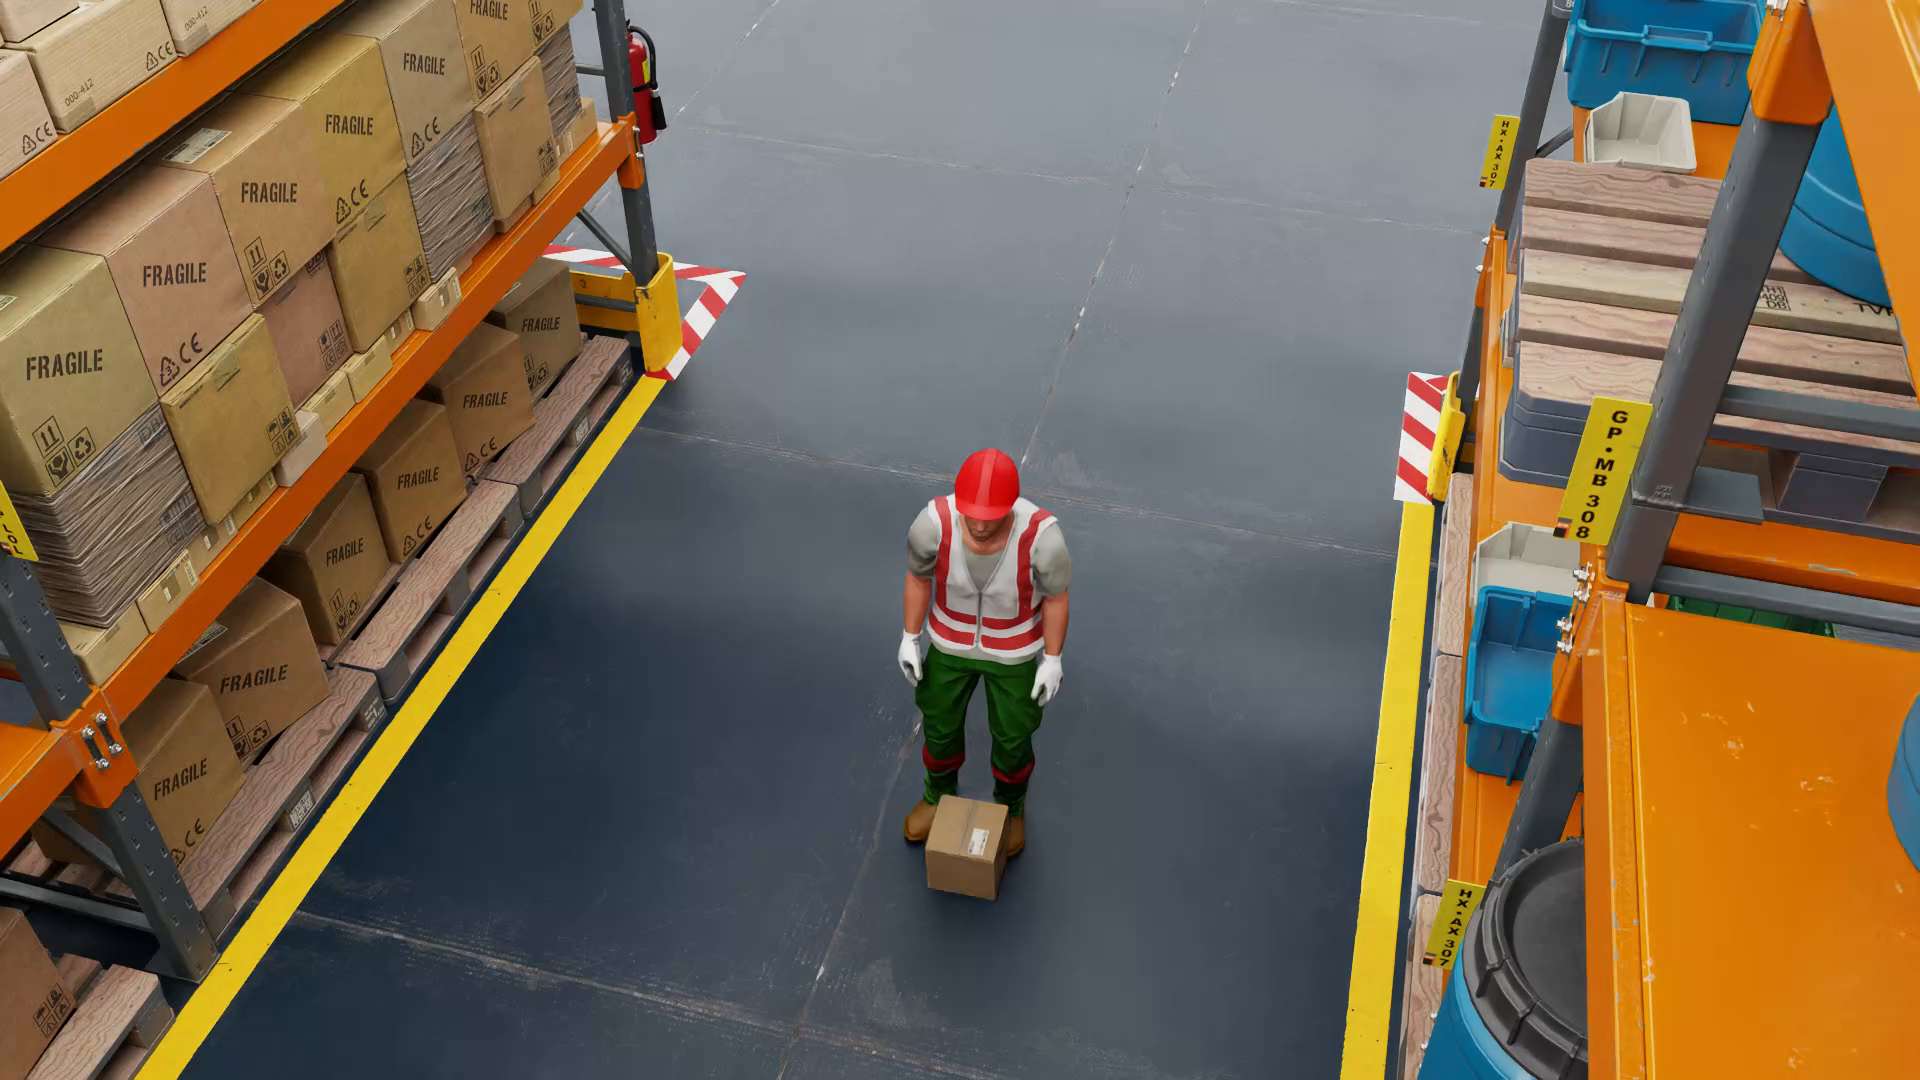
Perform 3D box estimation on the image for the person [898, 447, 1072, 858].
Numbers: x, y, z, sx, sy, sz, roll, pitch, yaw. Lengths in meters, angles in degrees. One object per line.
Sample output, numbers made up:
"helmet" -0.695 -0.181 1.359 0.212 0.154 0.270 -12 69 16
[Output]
"person" 0.077 0.381 5.702 0.579 1.780 0.441 8 41 10
